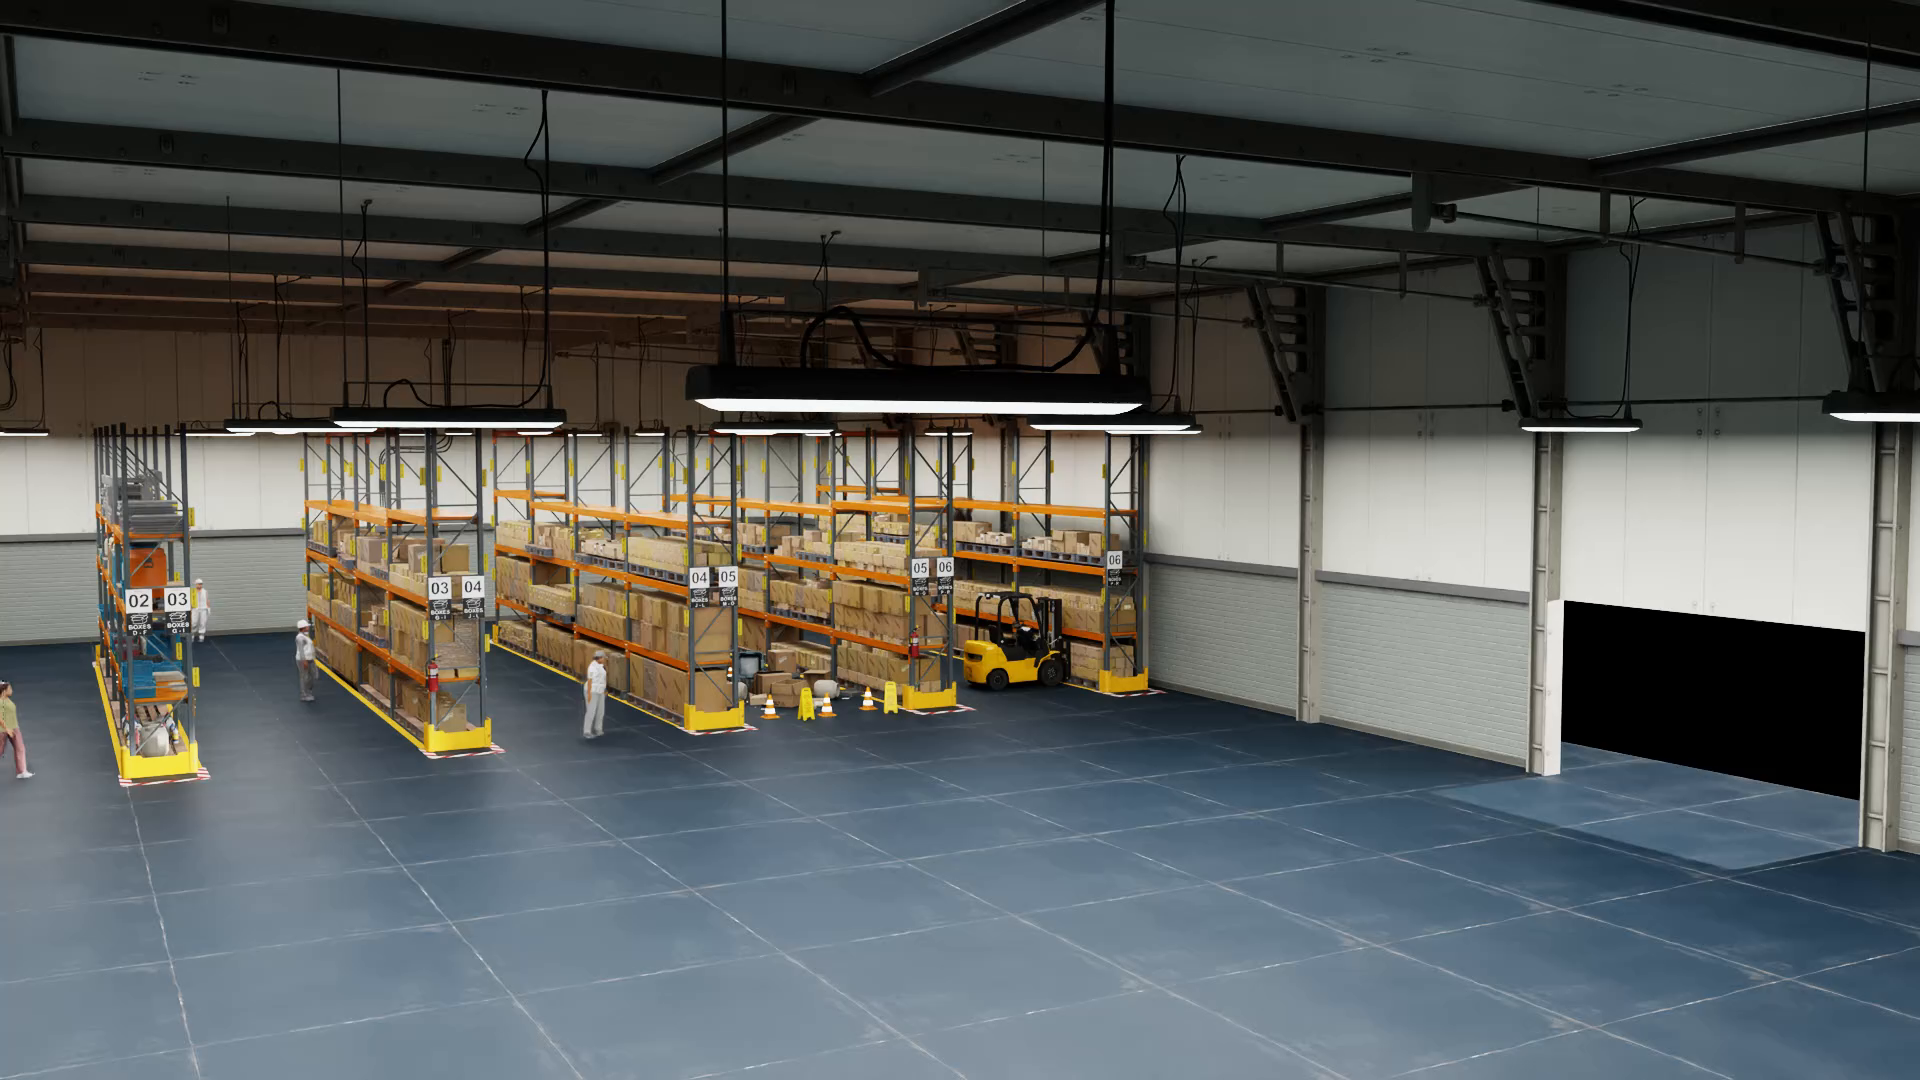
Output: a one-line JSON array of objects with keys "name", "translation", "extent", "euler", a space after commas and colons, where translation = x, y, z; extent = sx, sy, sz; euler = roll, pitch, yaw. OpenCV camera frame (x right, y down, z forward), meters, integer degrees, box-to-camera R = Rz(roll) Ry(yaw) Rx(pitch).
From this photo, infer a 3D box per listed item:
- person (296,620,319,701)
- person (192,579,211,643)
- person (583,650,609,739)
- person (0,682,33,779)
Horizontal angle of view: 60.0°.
[{"name": "person", "translation": [-14.353, 2.643, 36.488], "extent": [0.432, 1.787, 0.583], "euler": [0, 3, 8]}, {"name": "person", "translation": [-21.493, 2.012, 46.949], "extent": [0.606, 1.828, 0.428], "euler": [-2, 4, -32]}, {"name": "person", "translation": [-7.022, 2.959, 32.042], "extent": [0.433, 1.672, 0.565], "euler": [1, 4, 14]}, {"name": "person", "translation": [-16.100, 3.208, 28.075], "extent": [1.012, 1.627, 0.411], "euler": [2, 4, 34]}]
